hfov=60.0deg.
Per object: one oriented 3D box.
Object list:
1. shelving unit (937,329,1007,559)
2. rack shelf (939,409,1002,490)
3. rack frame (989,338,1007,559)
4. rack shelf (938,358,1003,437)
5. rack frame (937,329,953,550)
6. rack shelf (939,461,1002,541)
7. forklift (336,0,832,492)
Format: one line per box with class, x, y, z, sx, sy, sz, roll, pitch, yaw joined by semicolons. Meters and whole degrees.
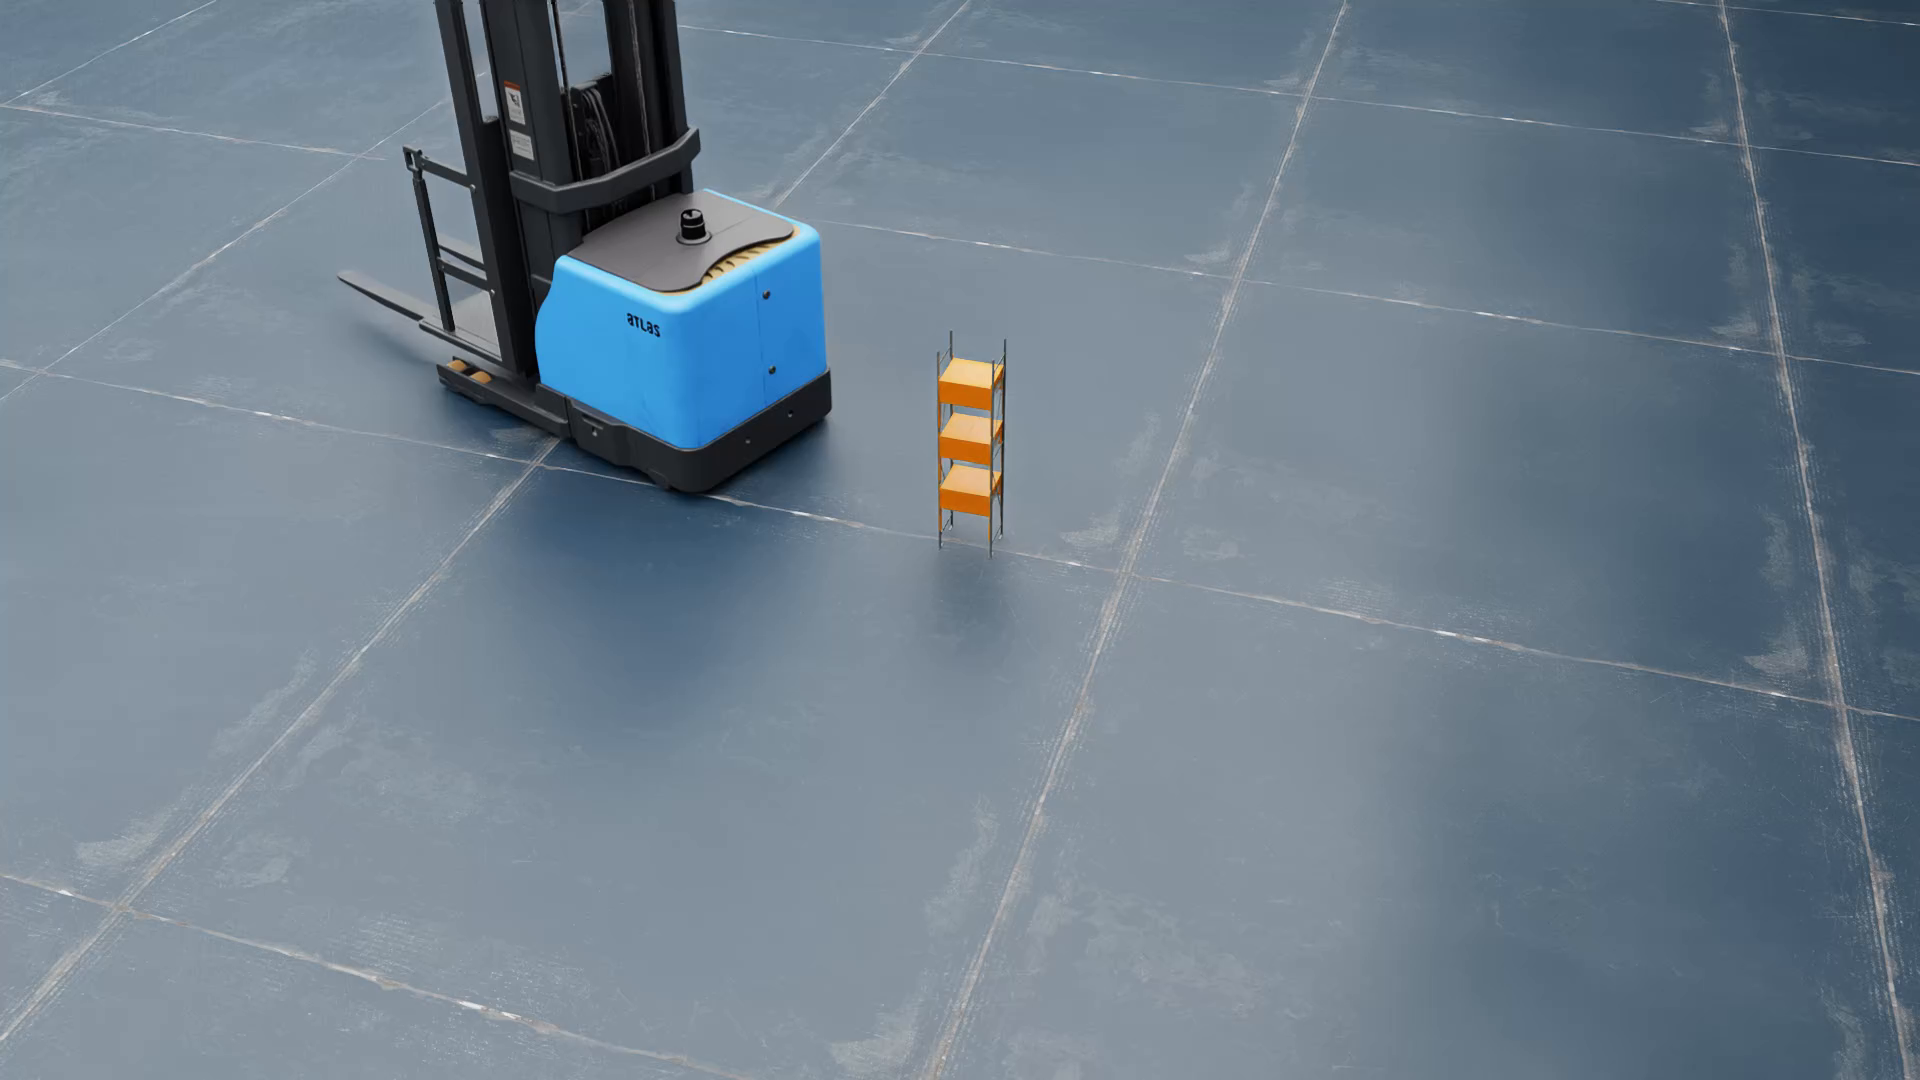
shelving unit;0.051;-0.413;7.426;0.252;1.050;0.215;10;38;14
rack shelf;0.051;-0.405;7.432;0.240;0.259;0.215;10;38;14
rack frame;0.168;-0.392;7.397;0.008;1.050;0.200;10;38;14
rack shelf;0.051;-0.633;7.264;0.240;0.259;0.215;10;38;14
rack frame;-0.065;-0.435;7.455;0.008;1.050;0.200;10;38;14
rack shelf;0.051;-0.181;7.597;0.240;0.259;0.215;10;38;14
forklift;-2.135;-2.117;8.153;3.031;2.935;1.130;25;43;29
